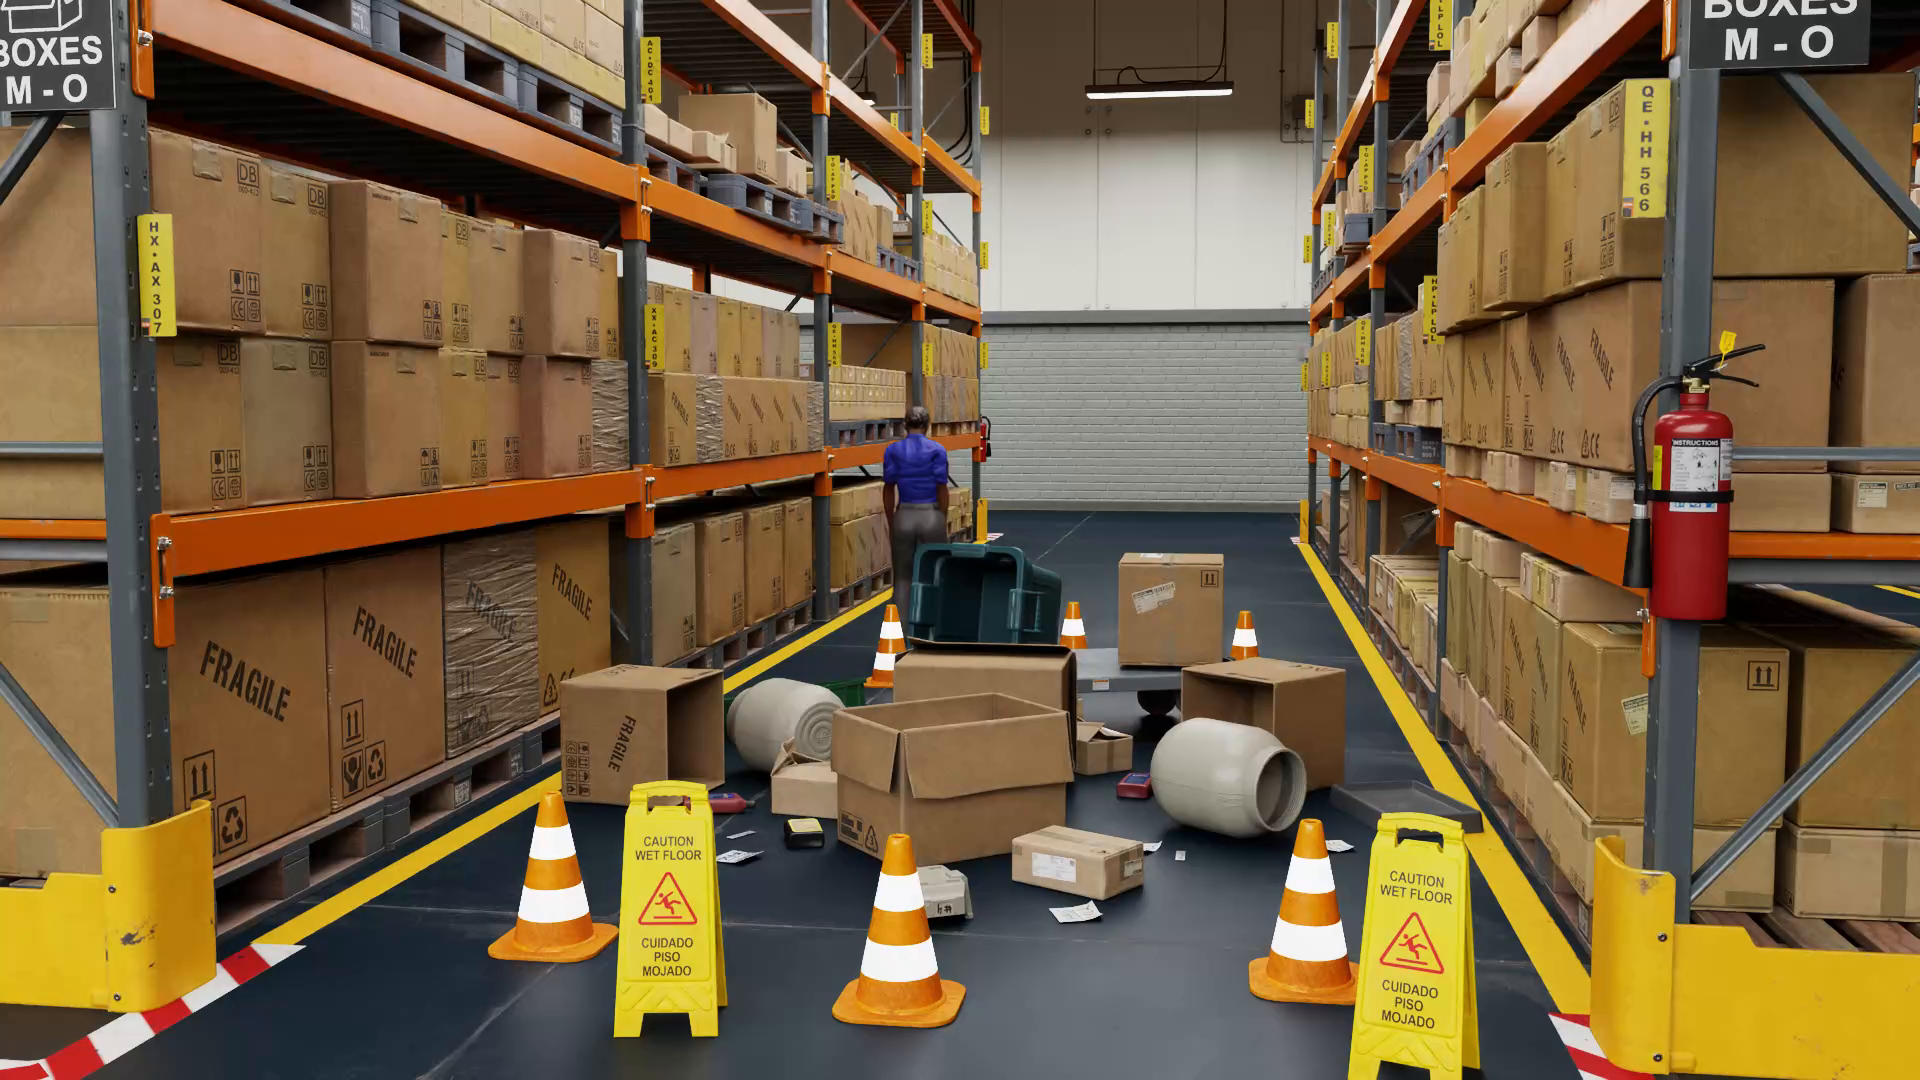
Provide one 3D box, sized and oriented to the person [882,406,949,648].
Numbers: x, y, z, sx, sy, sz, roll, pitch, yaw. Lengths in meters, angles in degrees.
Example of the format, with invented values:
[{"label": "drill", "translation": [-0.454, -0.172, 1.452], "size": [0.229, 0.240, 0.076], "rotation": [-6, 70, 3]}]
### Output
[{"label": "person", "translation": [-0.294, -0.066, 10.999], "size": [0.447, 1.631, 0.337], "rotation": [1, 5, 10]}]
